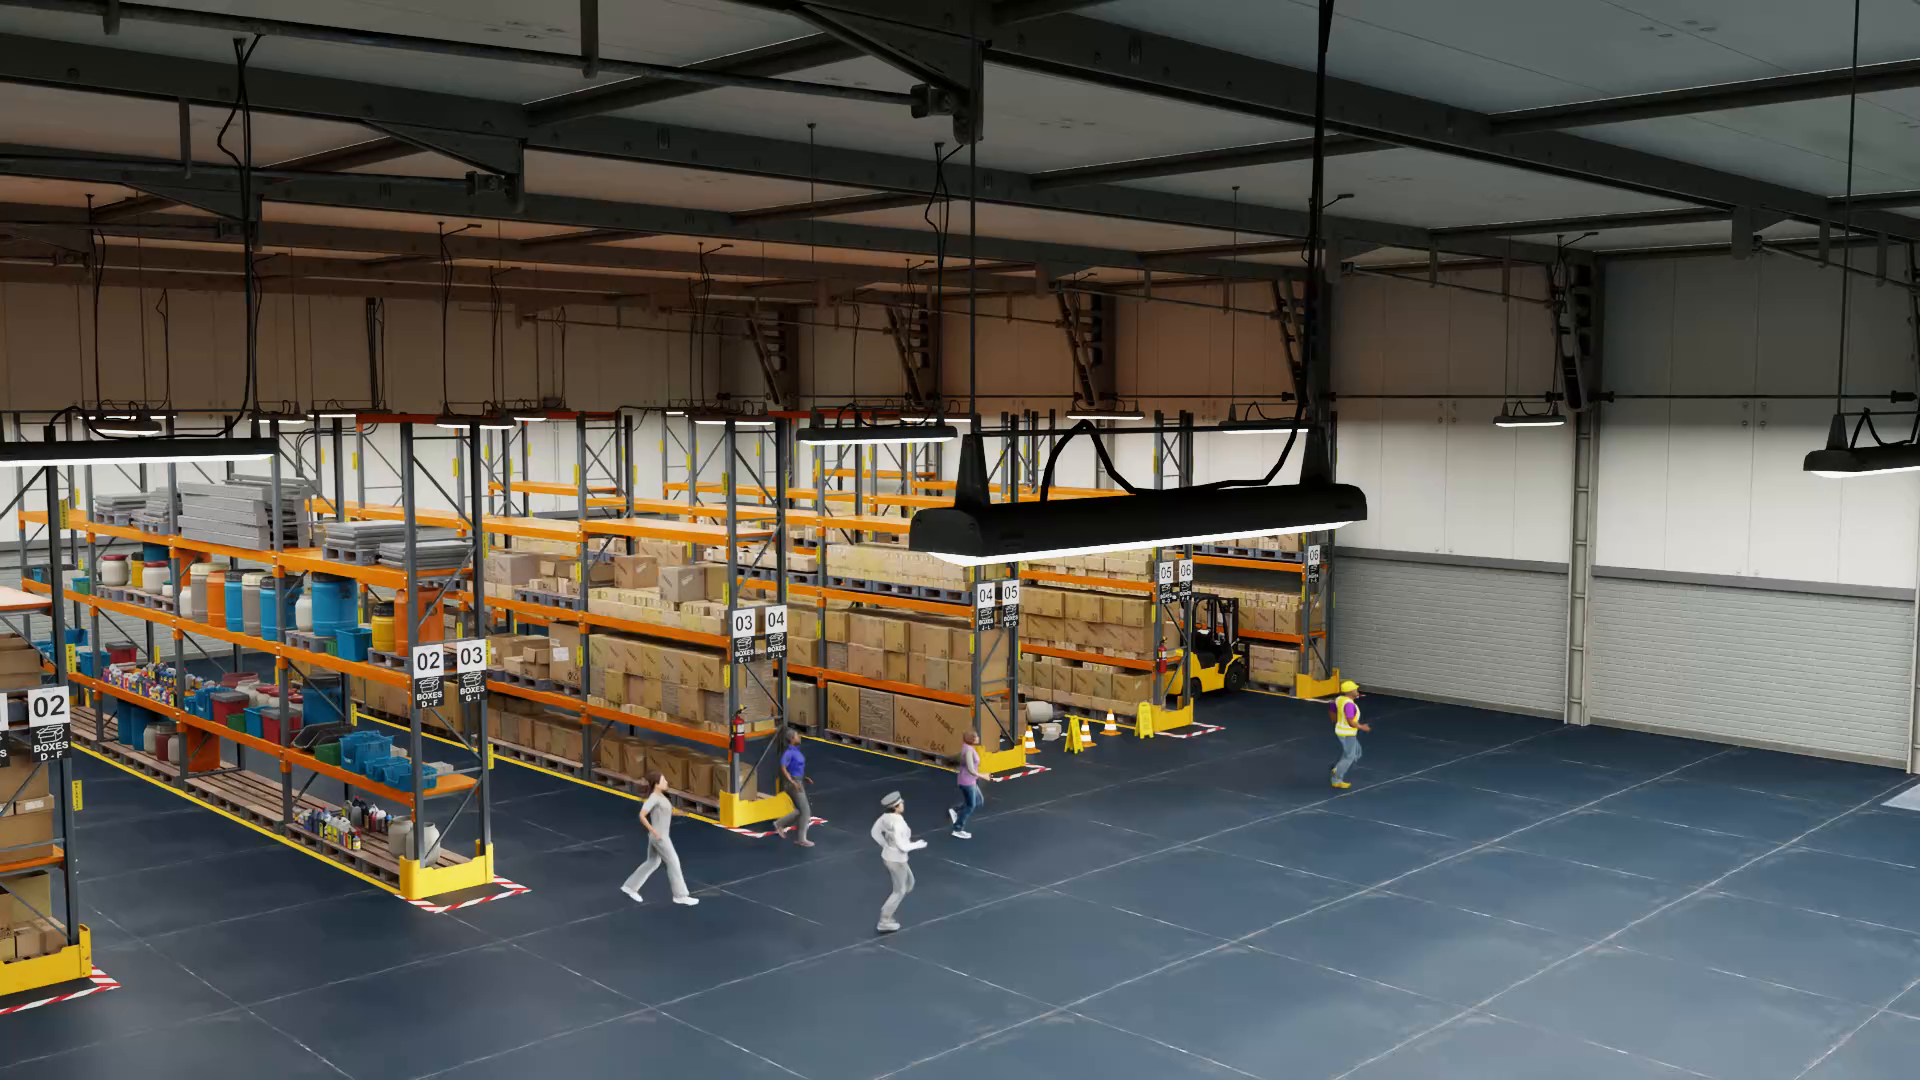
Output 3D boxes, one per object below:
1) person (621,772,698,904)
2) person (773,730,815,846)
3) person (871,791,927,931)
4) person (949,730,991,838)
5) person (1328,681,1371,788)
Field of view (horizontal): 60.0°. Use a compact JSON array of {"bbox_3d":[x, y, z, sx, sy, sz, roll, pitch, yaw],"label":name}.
[{"bbox_3d":[-3.723,3.682,20.544,0.948,1.663,0.566,-1,5,-9],"label":"person"},{"bbox_3d":[-2.328,3.499,23.522,0.579,1.625,0.621,0,5,5],"label":"person"},{"bbox_3d":[-0.710,3.780,19.689,0.599,1.656,0.591,-2,5,-21],"label":"person"},{"bbox_3d":[0.139,3.489,23.895,0.602,1.558,0.566,0,5,-2],"label":"person"},{"bbox_3d":[6.296,3.131,26.829,0.587,1.723,0.701,0,5,0],"label":"person"}]
